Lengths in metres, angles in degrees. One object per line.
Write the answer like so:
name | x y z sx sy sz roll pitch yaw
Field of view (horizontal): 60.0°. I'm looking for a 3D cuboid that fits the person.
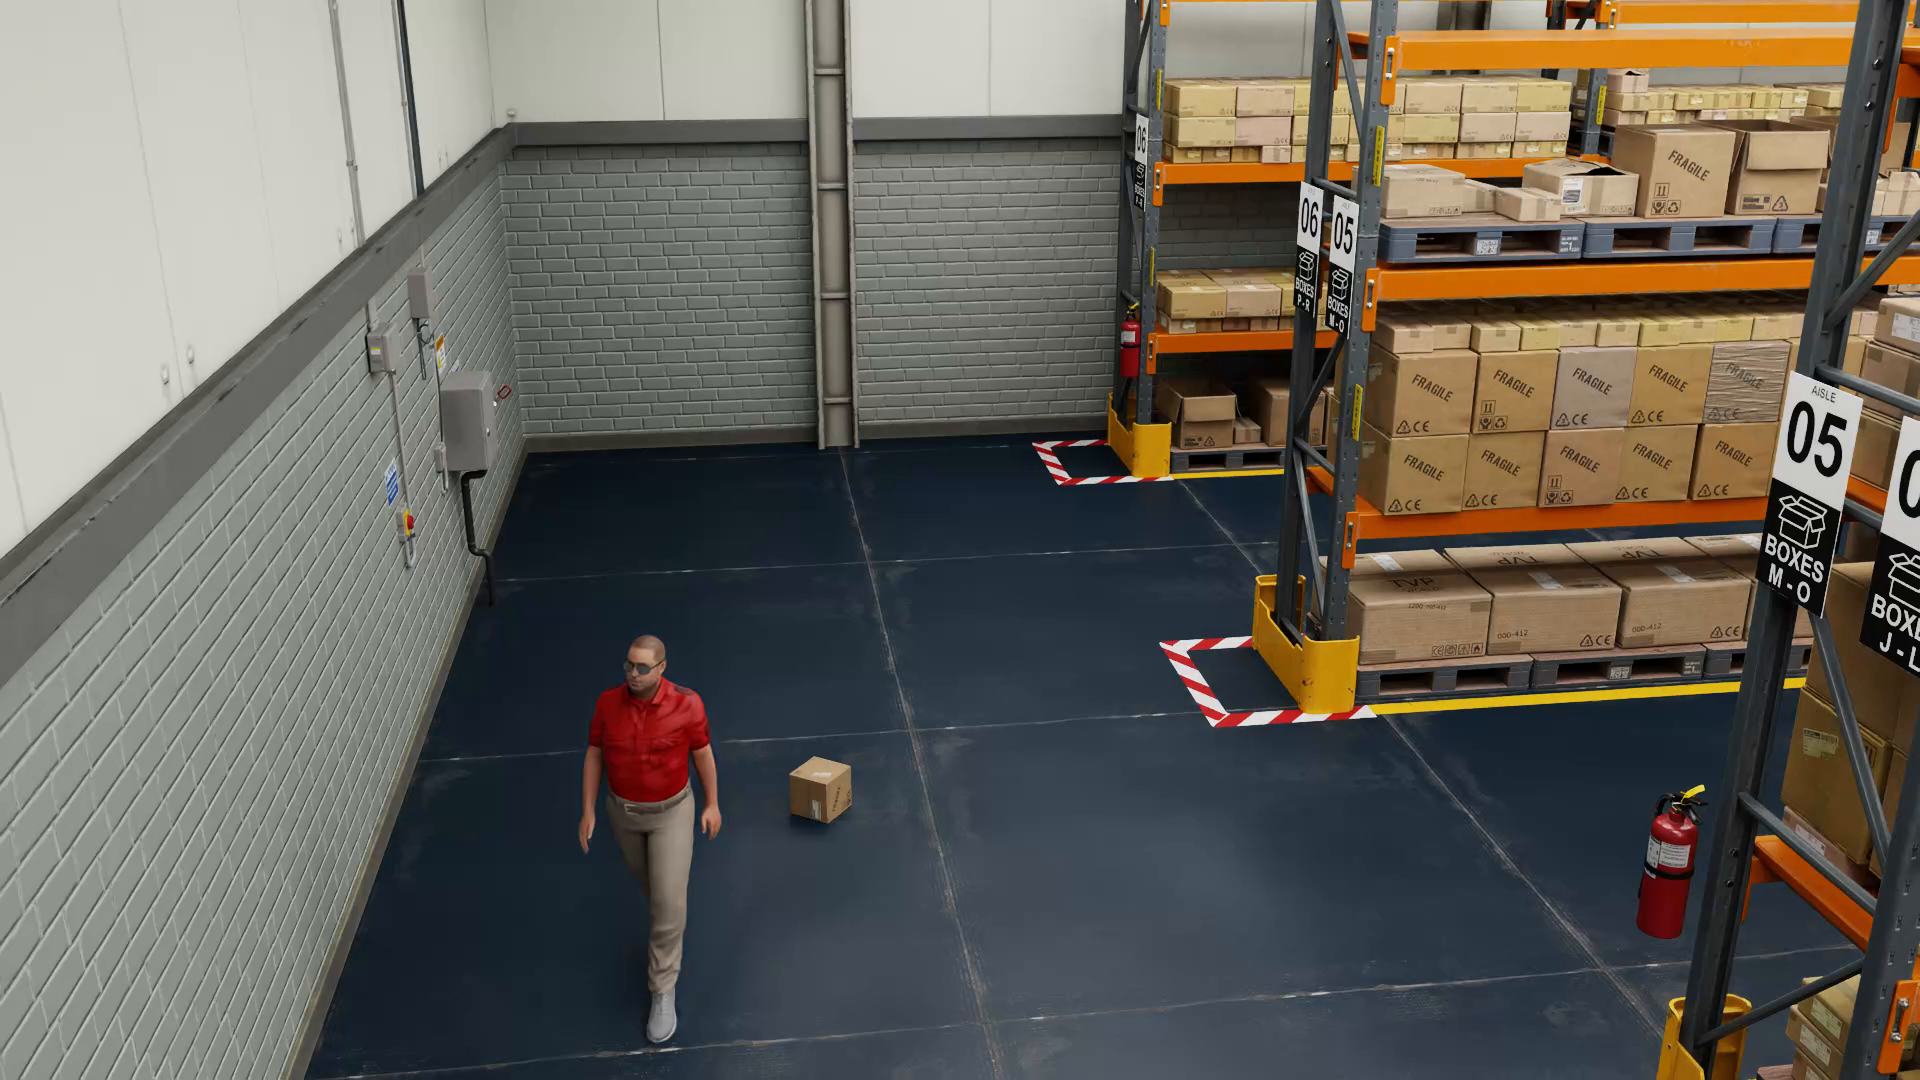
person | -1.437 1.284 7.555 0.578 1.730 0.861 4 20 11
